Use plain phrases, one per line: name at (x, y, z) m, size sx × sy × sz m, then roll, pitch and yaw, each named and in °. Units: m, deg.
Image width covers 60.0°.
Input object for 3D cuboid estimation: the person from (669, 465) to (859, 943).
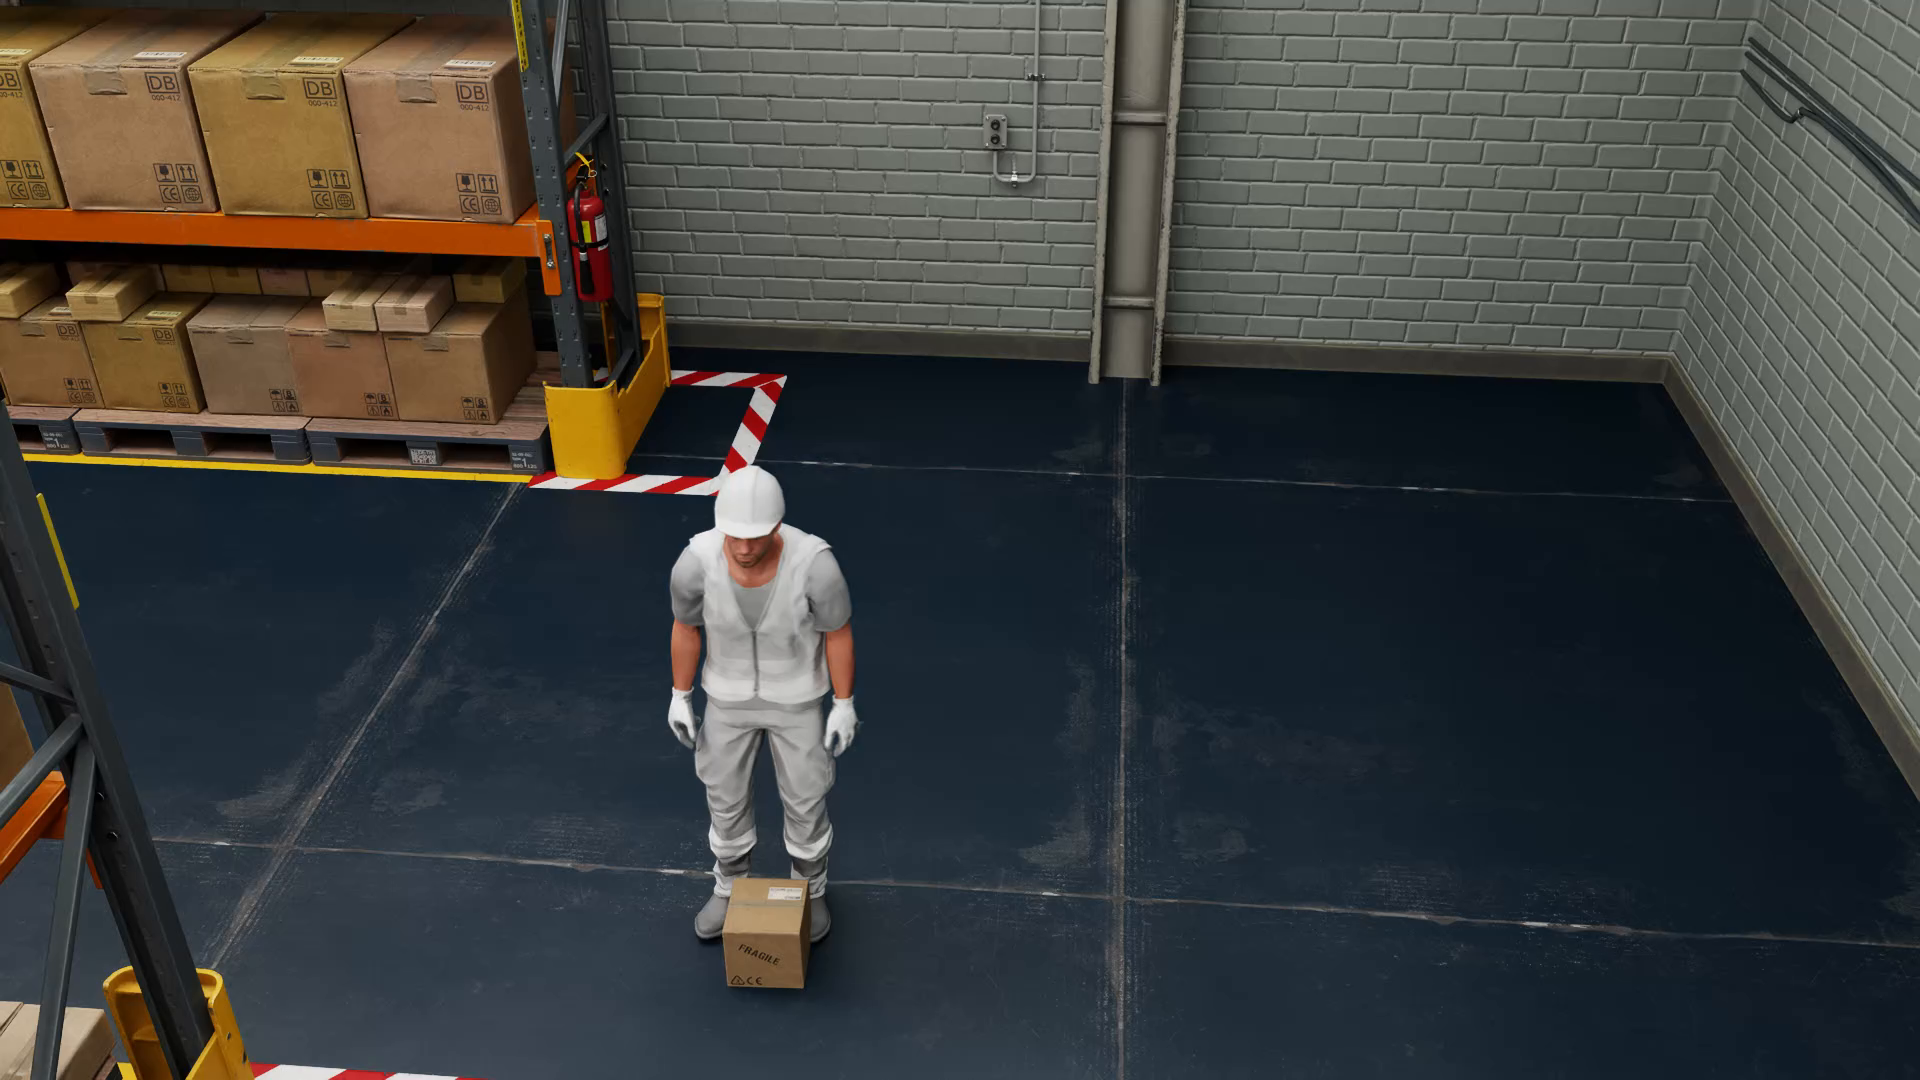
person at (-0.624, 0.527, 5.266) m, size 0.609 × 1.779 × 0.454 m, roll 2°, pitch 32°, yaw 4°
